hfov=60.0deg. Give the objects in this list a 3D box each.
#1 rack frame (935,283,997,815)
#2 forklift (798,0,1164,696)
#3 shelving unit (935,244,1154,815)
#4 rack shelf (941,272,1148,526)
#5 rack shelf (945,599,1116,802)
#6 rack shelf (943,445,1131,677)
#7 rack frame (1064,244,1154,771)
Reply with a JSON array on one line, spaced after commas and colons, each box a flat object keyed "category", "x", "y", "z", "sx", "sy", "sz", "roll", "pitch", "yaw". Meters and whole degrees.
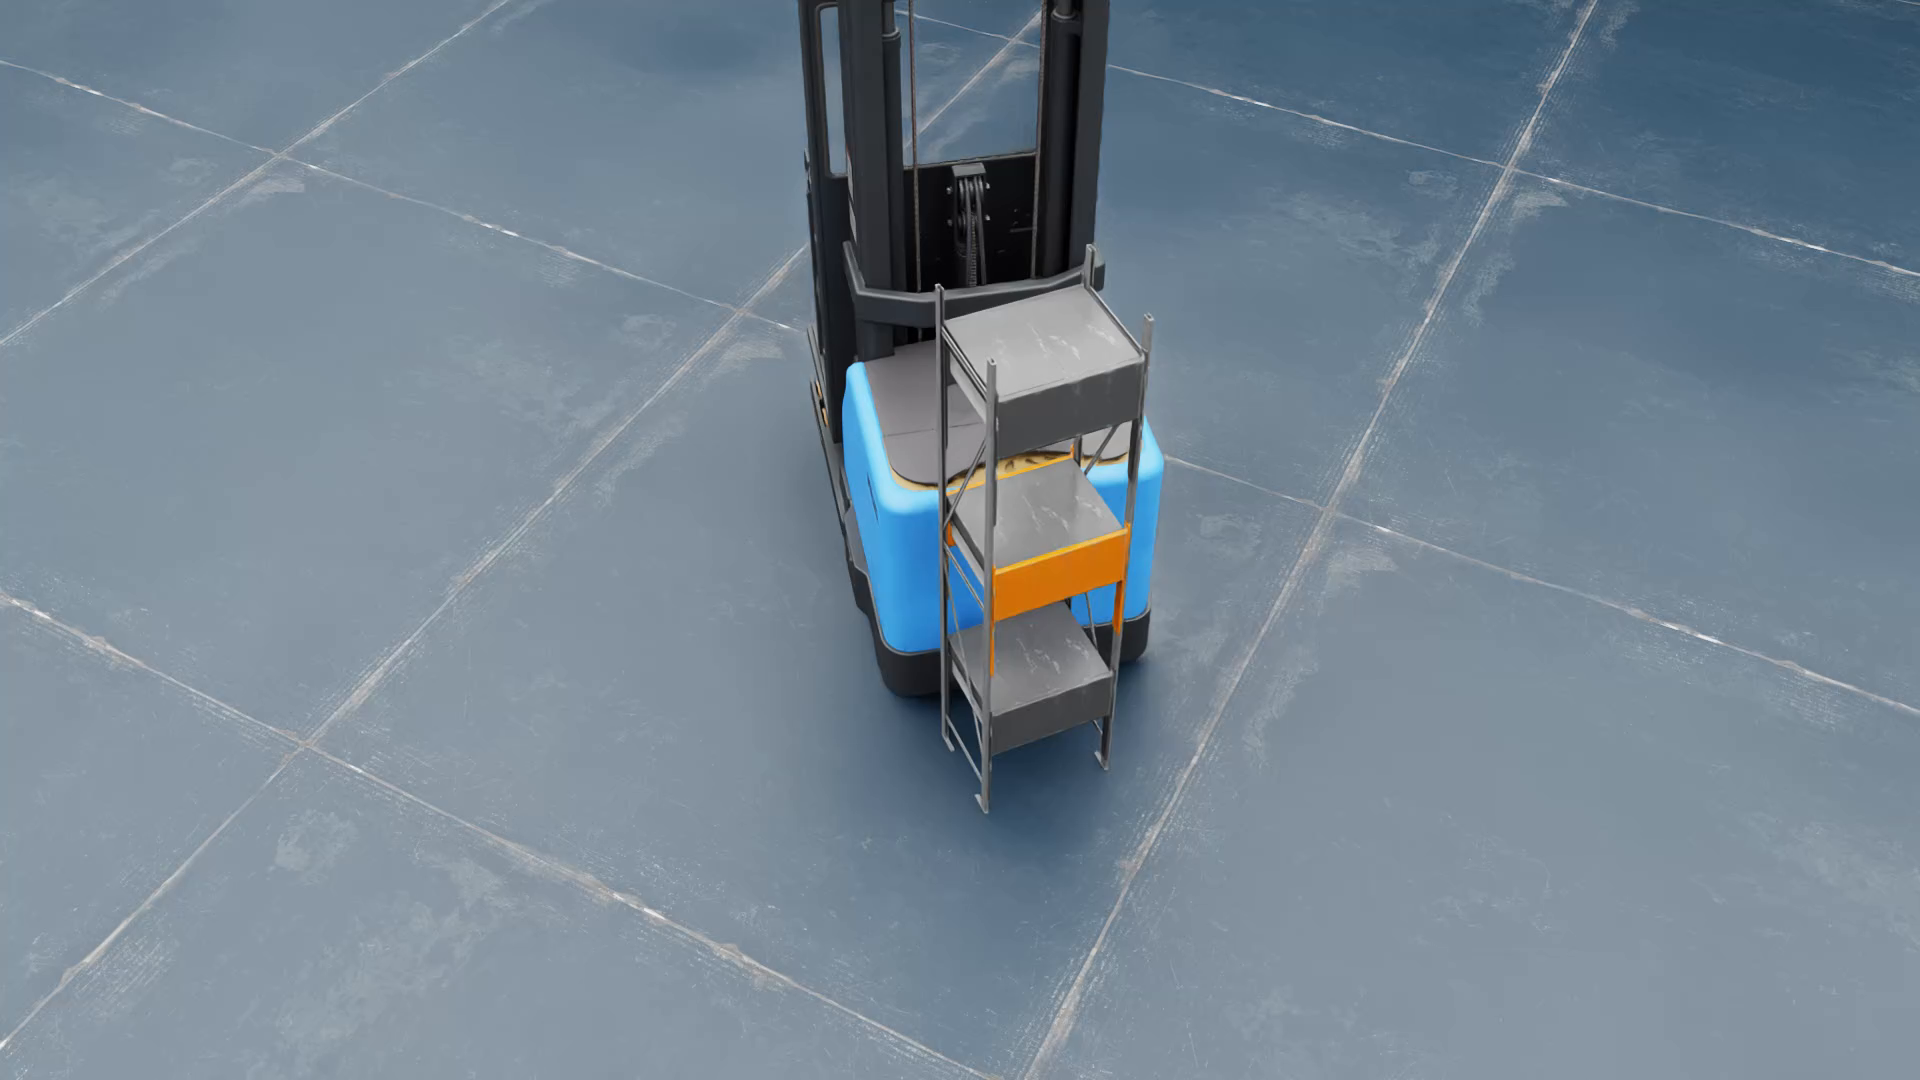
[{"category": "rack frame", "x": 0.016, "y": 0.128, "z": 5.427, "sx": 0.015, "sy": 2.100, "sz": 0.400, "roll": -17, "pitch": 48, "yaw": -16}, {"category": "forklift", "x": -0.065, "y": -1.501, "z": 6.453, "sx": 1.130, "sy": 2.935, "sz": 3.031, "roll": -8, "pitch": 46, "yaw": -8}, {"category": "shelving unit", "x": 0.239, "y": 0.058, "z": 5.495, "sx": 0.503, "sy": 2.100, "sz": 0.431, "roll": -17, "pitch": 48, "yaw": -16}, {"category": "rack shelf", "x": 0.238, "y": -0.425, "z": 5.007, "sx": 0.480, "sy": 0.518, "sz": 0.431, "roll": -17, "pitch": 48, "yaw": -16}, {"category": "rack shelf", "x": 0.240, "y": 0.561, "z": 6.002, "sx": 0.480, "sy": 0.518, "sz": 0.431, "roll": -17, "pitch": 48, "yaw": -16}, {"category": "rack shelf", "x": 0.239, "y": 0.068, "z": 5.505, "sx": 0.480, "sy": 0.518, "sz": 0.431, "roll": -17, "pitch": 48, "yaw": -16}, {"category": "rack frame", "x": 0.463, "y": -0.011, "z": 5.564, "sx": 0.015, "sy": 2.100, "sz": 0.400, "roll": -17, "pitch": 48, "yaw": -16}]
